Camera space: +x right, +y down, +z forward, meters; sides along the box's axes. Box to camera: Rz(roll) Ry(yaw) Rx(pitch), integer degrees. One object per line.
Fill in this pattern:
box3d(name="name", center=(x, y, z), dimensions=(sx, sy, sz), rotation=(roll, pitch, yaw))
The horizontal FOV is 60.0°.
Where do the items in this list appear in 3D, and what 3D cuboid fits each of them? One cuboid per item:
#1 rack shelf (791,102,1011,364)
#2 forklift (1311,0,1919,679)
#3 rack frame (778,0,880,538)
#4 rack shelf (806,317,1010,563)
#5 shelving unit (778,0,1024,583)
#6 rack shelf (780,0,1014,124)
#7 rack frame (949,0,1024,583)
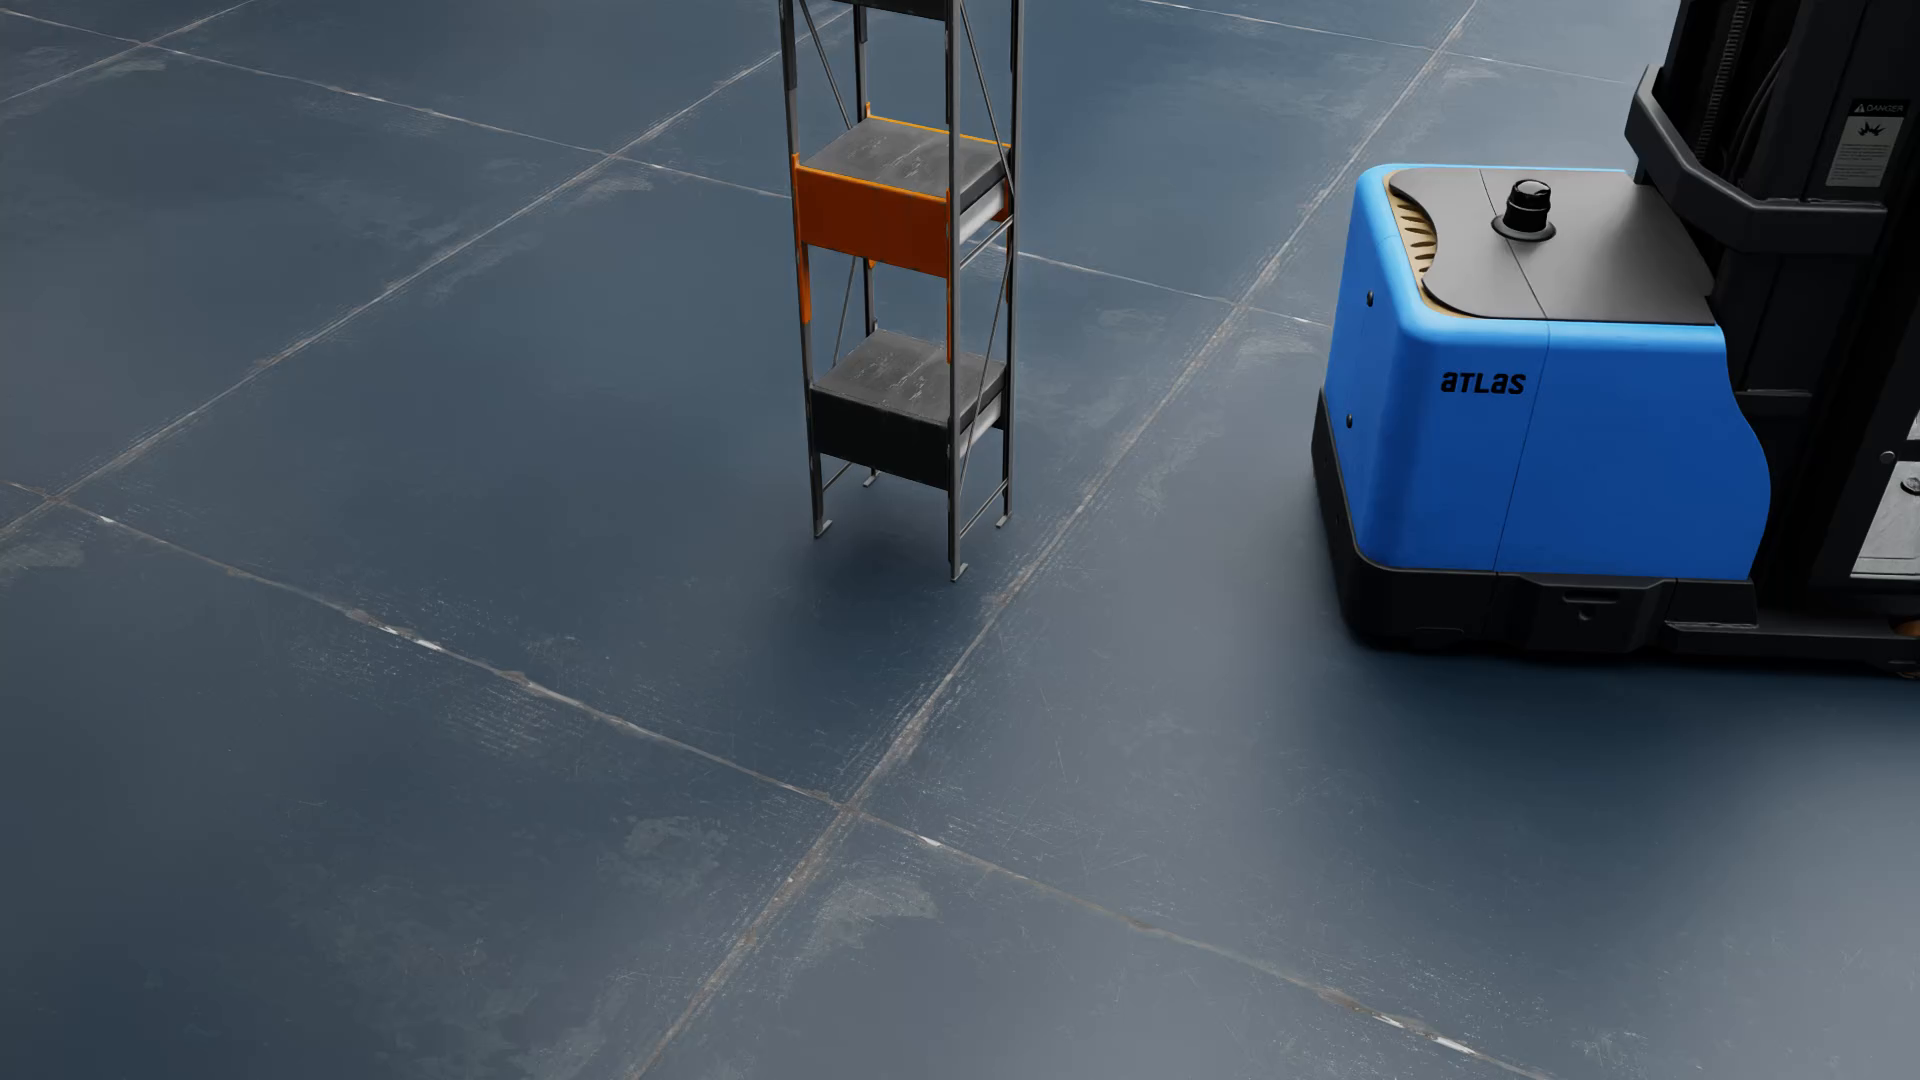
box3d(name="rack shelf", center=(-0.147, -0.872, 4.684), dimensions=(0.480, 0.518, 0.431), rotation=(17, 41, 21))
box3d(name="forklift", center=(2.653, -1.100, 4.275), dimensions=(3.031, 2.935, 1.130), rotation=(2, 37, 3))
box3d(name="rack frame", center=(-0.364, -0.950, 4.765), dimensions=(0.015, 2.100, 0.400), rotation=(17, 41, 21))
box3d(name="rack shelf", center=(-0.147, -0.314, 5.107), dimensions=(0.480, 0.518, 0.431), rotation=(17, 41, 21))
box3d(name="shelving unit", center=(-0.147, -0.882, 4.676), dimensions=(0.503, 2.100, 0.431), rotation=(17, 41, 21))
box3d(name="rack shelf", center=(-0.147, -1.429, 4.261), dimensions=(0.480, 0.518, 0.431), rotation=(17, 41, 21))
box3d(name="rack frame", center=(0.070, -0.815, 4.586), dimensions=(0.015, 2.100, 0.400), rotation=(17, 41, 21))
